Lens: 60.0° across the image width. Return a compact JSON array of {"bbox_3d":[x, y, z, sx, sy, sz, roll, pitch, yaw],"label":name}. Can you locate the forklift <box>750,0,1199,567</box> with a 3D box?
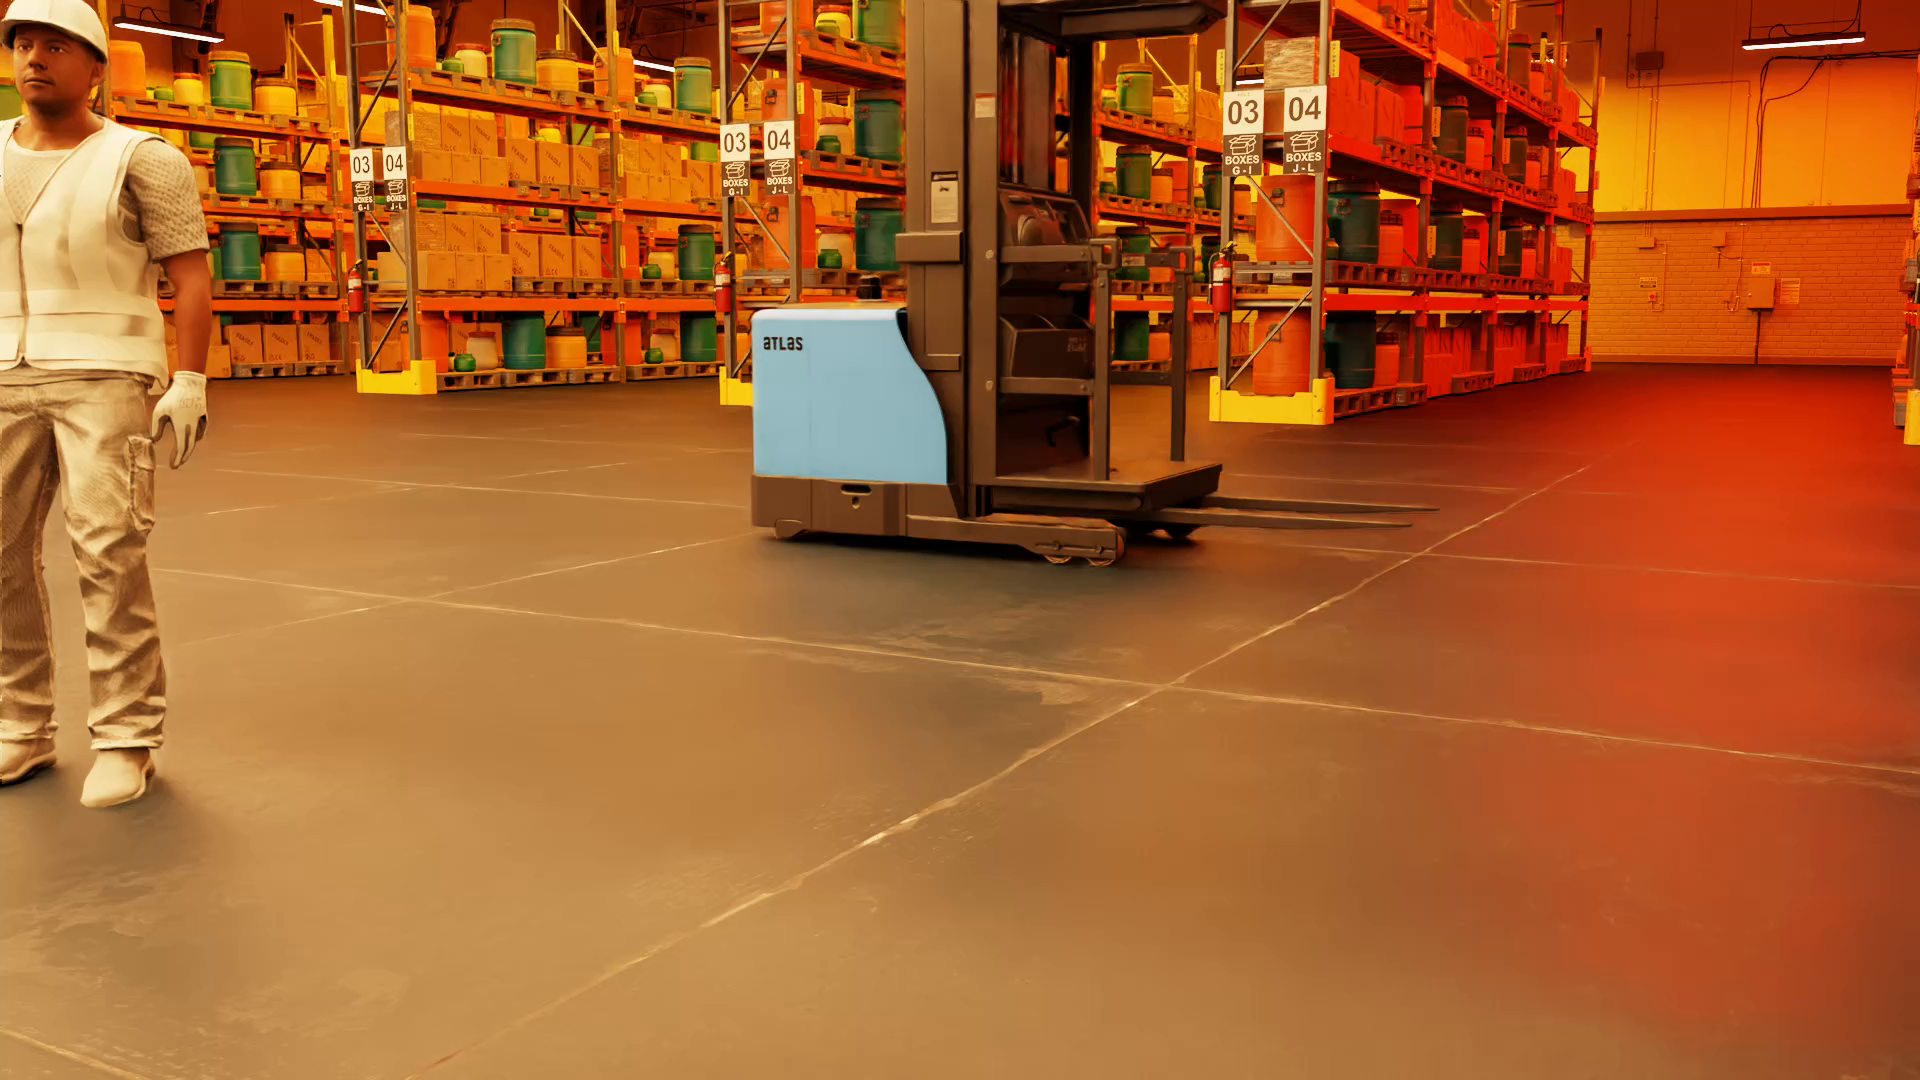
[{"bbox_3d":[0.572,-1.421,7.391,3.031,2.935,1.130,4,9,26],"label":"forklift"}]

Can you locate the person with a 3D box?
[{"bbox_3d":[-2.051,-0.306,3.745,0.648,1.767,0.507,0,8,2],"label":"person"}]
